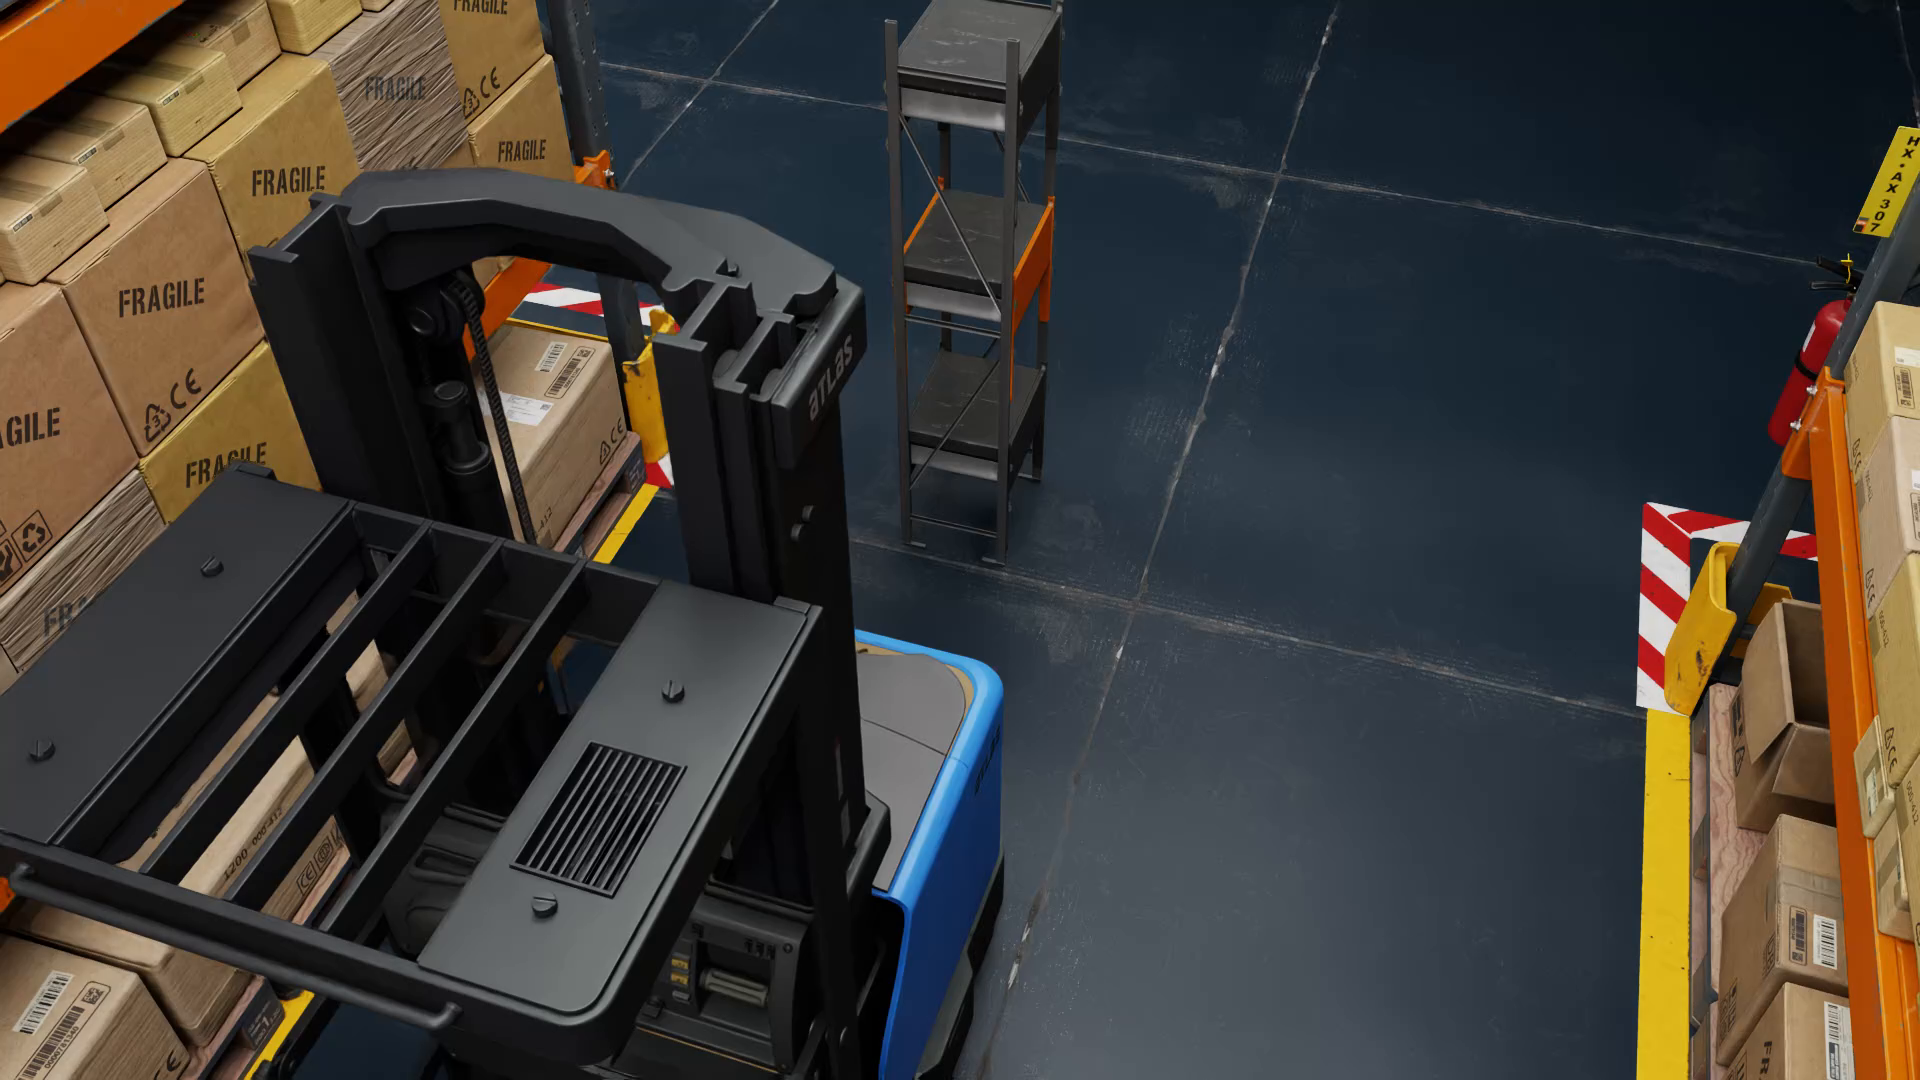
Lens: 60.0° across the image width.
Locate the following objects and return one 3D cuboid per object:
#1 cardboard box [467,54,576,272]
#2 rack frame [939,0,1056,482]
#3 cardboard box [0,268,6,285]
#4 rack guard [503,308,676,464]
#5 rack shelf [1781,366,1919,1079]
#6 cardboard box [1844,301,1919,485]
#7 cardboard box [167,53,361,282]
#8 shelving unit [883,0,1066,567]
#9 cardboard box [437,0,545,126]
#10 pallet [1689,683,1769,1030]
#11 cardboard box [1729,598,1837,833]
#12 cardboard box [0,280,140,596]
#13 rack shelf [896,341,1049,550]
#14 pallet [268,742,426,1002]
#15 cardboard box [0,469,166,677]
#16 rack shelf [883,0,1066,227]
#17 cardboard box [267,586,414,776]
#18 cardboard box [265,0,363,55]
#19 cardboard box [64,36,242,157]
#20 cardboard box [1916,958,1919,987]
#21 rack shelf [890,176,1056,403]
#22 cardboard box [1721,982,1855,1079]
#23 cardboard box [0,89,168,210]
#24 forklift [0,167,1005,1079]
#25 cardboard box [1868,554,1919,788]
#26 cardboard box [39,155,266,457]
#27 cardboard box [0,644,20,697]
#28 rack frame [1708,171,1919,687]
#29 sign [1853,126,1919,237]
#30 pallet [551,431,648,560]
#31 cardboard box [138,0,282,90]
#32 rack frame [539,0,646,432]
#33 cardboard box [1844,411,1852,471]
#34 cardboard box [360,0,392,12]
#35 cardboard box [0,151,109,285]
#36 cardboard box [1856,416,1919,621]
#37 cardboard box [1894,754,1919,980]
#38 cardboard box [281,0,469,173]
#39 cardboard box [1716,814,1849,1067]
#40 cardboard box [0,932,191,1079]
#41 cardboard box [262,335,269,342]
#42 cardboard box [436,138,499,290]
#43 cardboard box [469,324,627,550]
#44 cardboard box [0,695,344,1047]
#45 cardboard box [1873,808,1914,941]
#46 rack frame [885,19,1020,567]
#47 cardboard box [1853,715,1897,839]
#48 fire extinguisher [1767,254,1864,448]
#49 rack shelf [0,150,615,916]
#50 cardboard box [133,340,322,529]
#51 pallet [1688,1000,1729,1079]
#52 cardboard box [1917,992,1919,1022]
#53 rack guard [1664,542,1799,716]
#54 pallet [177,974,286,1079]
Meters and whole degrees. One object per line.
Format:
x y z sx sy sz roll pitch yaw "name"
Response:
-1.597 -1.241 5.302 0.500 0.500 0.500 13 46 13 "cardboard box"
0.124 -1.023 5.795 0.400 2.100 0.015 13 46 12 "rack frame"
-2.232 -0.559 3.426 0.380 0.149 0.250 12 46 12 "cardboard box"
-1.696 -0.705 6.613 1.175 0.500 0.348 13 46 13 "rack guard"
2.423 1.056 3.540 1.077 0.370 4.000 13 46 13 "rack shelf"
2.635 -0.341 4.348 0.500 0.250 0.500 13 46 13 "cardboard box"
-1.905 -0.920 4.259 0.500 0.500 0.500 12 46 12 "cardboard box"
0.050 -0.861 5.628 0.431 2.100 0.503 13 46 12 "shelving unit"
-1.622 -1.604 4.958 0.500 0.500 0.500 14 46 14 "cardboard box"
2.765 1.045 5.031 1.003 0.211 1.213 13 46 13 "pallet"
2.753 0.596 4.981 0.797 0.503 0.637 11 45 11 "cardboard box"
-2.215 -0.250 3.574 0.500 0.500 0.500 13 46 13 "cardboard box"
0.050 -0.351 6.127 0.431 0.518 0.480 13 46 12 "rack shelf"
-2.242 0.774 5.308 1.003 0.211 1.213 13 46 12 "pallet"
-2.210 0.126 3.905 0.500 0.500 0.500 13 46 13 "cardboard box"
0.050 -1.351 5.148 0.431 0.518 0.480 13 46 12 "rack shelf"
-2.077 0.256 5.375 0.875 0.438 0.875 14 46 14 "cardboard box"
-1.788 -1.403 4.288 0.380 0.149 0.250 14 46 13 "cardboard box"
-1.955 -1.064 3.942 0.380 0.149 0.250 14 46 13 "cardboard box"
2.157 0.931 3.333 0.380 0.149 0.250 12 46 12 "cardboard box"
0.050 -0.851 5.638 0.431 0.518 0.480 13 46 12 "rack shelf"
2.202 1.490 4.070 0.500 0.500 0.500 13 46 13 "cardboard box"
-2.052 -0.893 3.768 0.380 0.149 0.250 14 46 14 "cardboard box"
-0.823 0.920 3.215 1.130 2.935 3.031 13 46 13 "forklift"
2.332 0.334 3.659 0.500 0.250 0.500 12 46 12 "cardboard box"
-2.059 -0.586 3.917 0.500 0.500 0.500 12 46 12 "cardboard box"
-2.366 0.456 3.568 0.500 0.500 0.500 13 46 13 "cardboard box"
3.029 -0.534 4.651 1.000 3.000 0.127 13 46 13 "rack frame"
2.512 -0.958 4.465 0.100 0.325 0.005 13 46 13 "sign"
-1.871 -0.036 6.136 1.003 0.211 1.213 13 46 13 "pallet"
-1.935 -1.243 4.126 0.380 0.149 0.250 12 46 12 "cardboard box"
-1.703 -1.583 5.723 1.000 3.000 0.127 13 46 13 "rack frame"
2.668 -0.283 4.574 0.380 0.149 0.250 12 46 12 "cardboard box"
-1.673 -1.562 4.451 0.380 0.149 0.250 12 46 12 "cardboard box"
-2.092 -0.708 3.579 0.380 0.149 0.250 13 46 13 "cardboard box"
2.482 -0.005 4.005 0.500 0.250 0.500 13 46 13 "cardboard box"
2.197 0.679 3.306 0.500 0.250 0.500 11 46 11 "cardboard box"
-1.752 -1.249 4.596 0.500 0.500 0.500 13 46 13 "cardboard box"
2.457 1.159 4.408 0.700 0.500 0.500 14 46 14 "cardboard box"
-2.622 1.453 4.152 0.875 0.438 0.875 12 46 12 "cardboard box"
-1.910 -0.564 4.611 0.500 0.500 0.500 14 46 14 "cardboard box"
-1.763 -0.909 4.963 0.500 0.500 0.500 12 46 12 "cardboard box"
-1.808 -0.356 6.001 0.875 0.438 0.875 11 45 11 "cardboard box"
-2.351 0.857 4.762 0.875 0.438 0.875 11 45 11 "cardboard box"
2.170 0.745 3.524 0.380 0.149 0.250 14 46 13 "cardboard box"
-0.024 -0.698 5.462 0.400 2.100 0.015 13 46 12 "rack frame"
2.230 0.565 3.707 0.380 0.149 0.250 11 46 11 "cardboard box"
2.633 -0.569 5.008 0.296 0.674 0.183 13 46 13 "fire extinguisher"
-2.309 0.008 4.612 1.077 0.370 4.000 13 46 13 "rack shelf"
-2.054 -0.218 4.256 0.500 0.500 0.500 14 46 14 "cardboard box"
2.394 1.856 4.203 1.003 0.211 1.213 13 46 13 "pallet"
2.040 1.022 2.956 0.500 0.250 0.500 12 46 12 "cardboard box"
3.006 0.410 5.473 1.175 0.500 0.348 13 46 13 "rack guard"
-2.610 1.590 4.474 1.003 0.211 1.213 13 46 13 "pallet"
